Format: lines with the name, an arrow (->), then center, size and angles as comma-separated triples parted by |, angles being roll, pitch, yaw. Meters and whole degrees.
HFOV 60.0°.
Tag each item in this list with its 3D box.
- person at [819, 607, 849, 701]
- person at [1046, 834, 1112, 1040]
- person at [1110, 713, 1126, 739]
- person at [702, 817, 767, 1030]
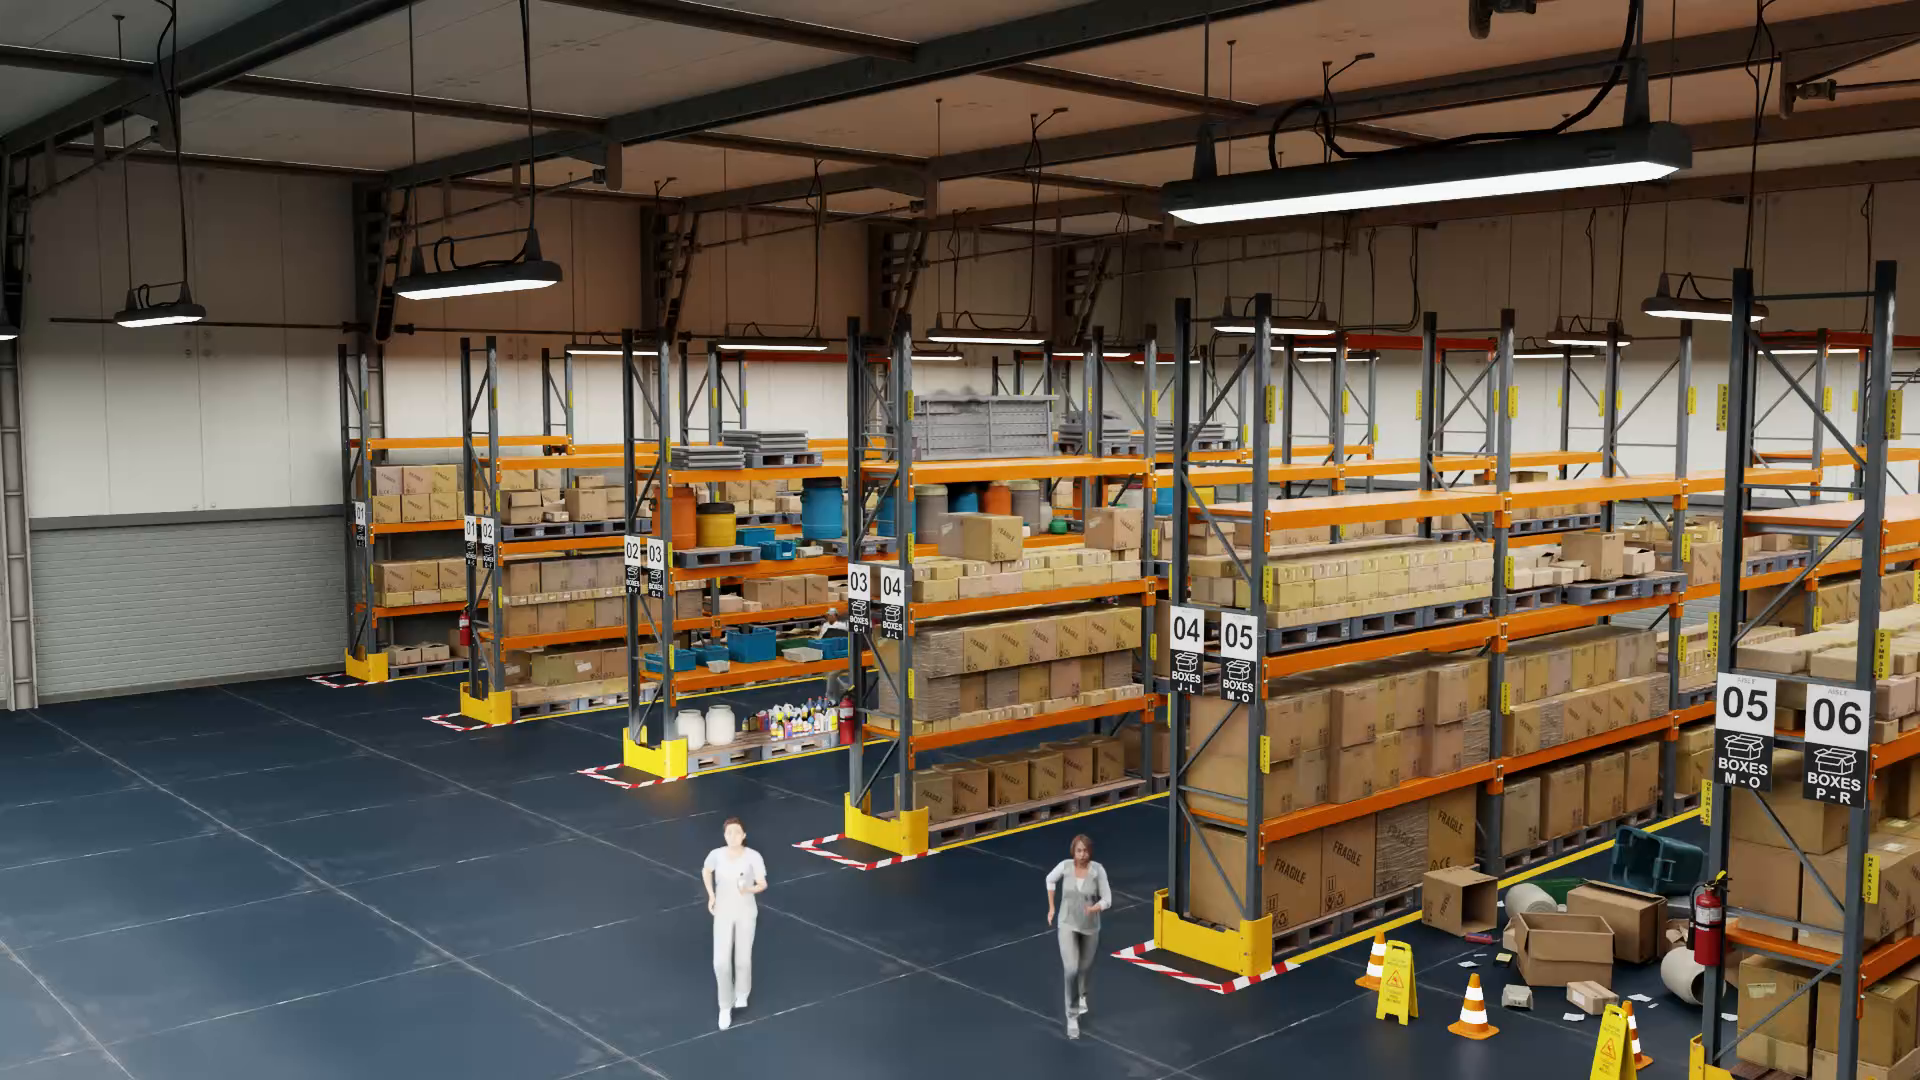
person -> -2.043, 1.919, 26.925 | 0.609, 1.667, 0.921 | 4, 6, 35
person -> 0.962, 3.167, 13.418 | 0.498, 1.637, 0.783 | 0, 5, -2
person -> 2.378, 2.110, 24.653 | 0.687, 1.719, 0.645 | 4, 6, 35
person -> -1.847, 3.120, 13.617 | 0.544, 1.700, 0.679 | 0, 5, -4
